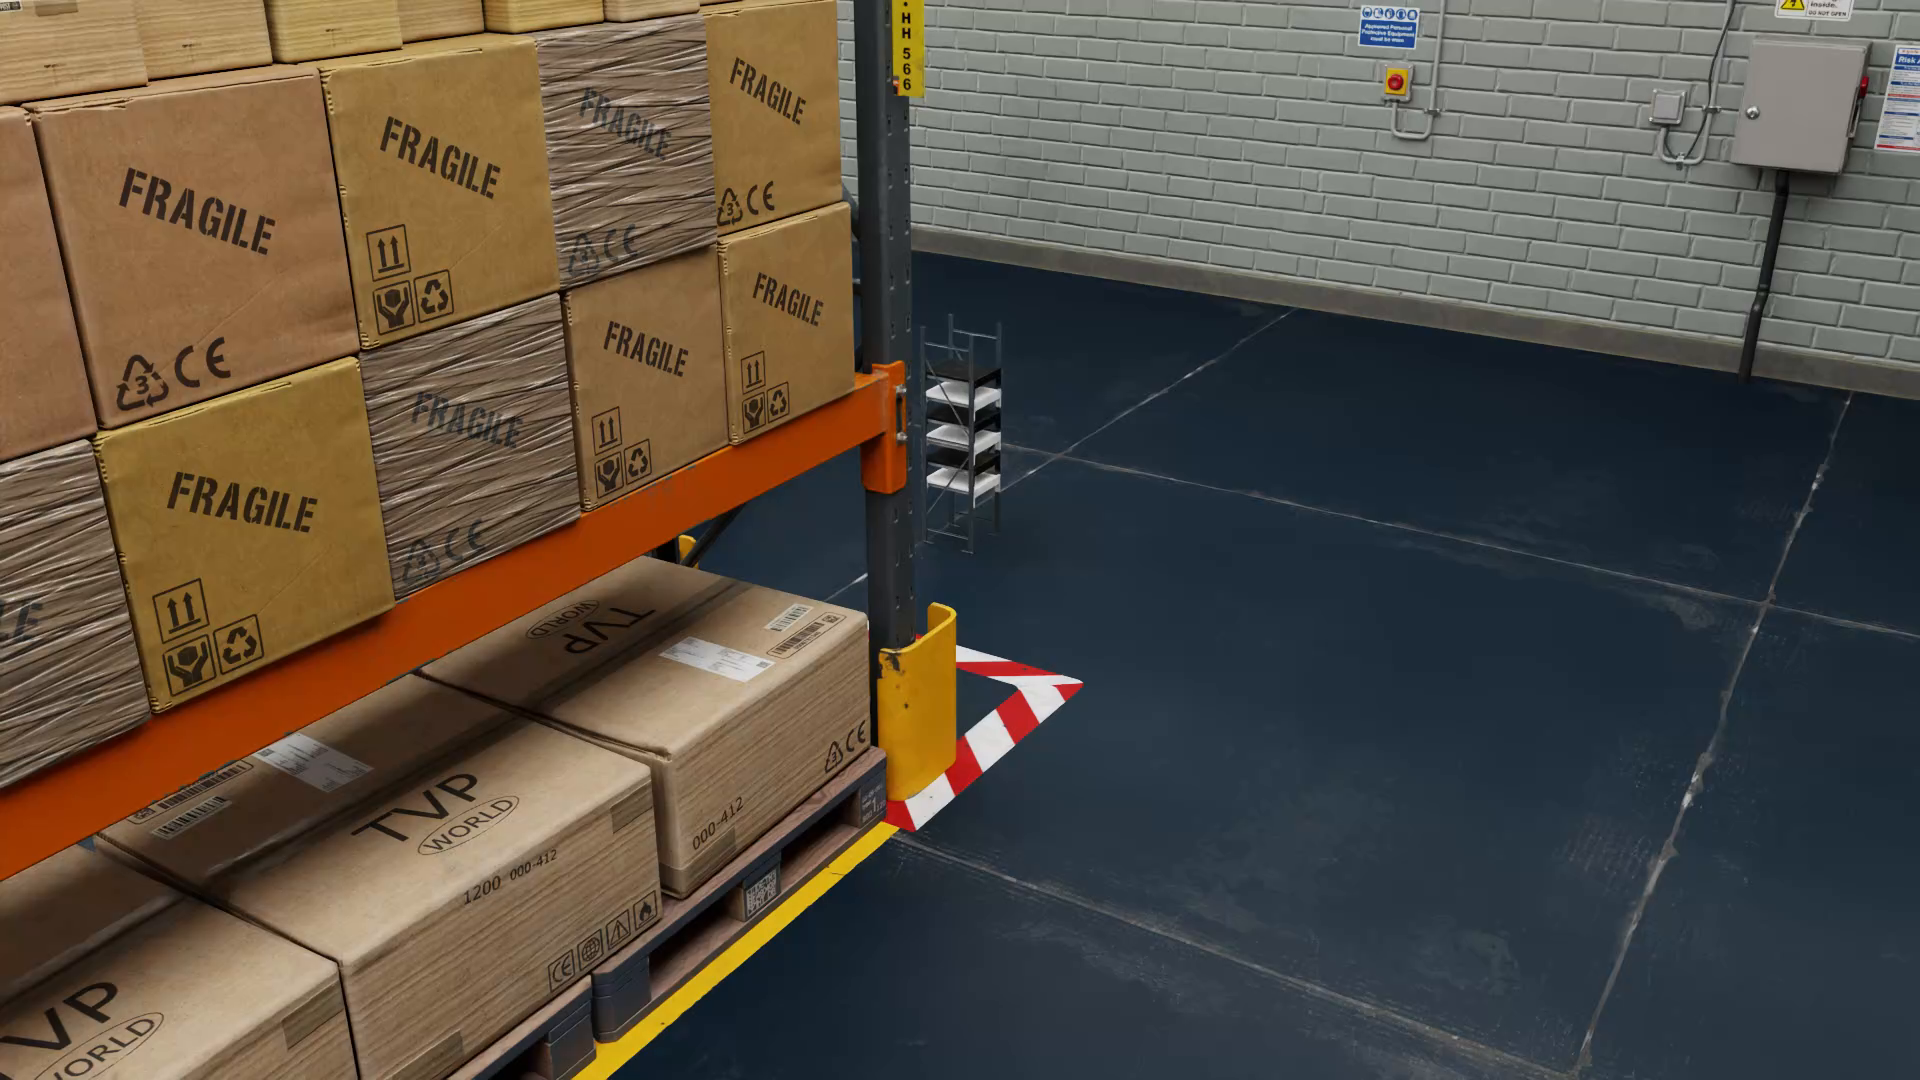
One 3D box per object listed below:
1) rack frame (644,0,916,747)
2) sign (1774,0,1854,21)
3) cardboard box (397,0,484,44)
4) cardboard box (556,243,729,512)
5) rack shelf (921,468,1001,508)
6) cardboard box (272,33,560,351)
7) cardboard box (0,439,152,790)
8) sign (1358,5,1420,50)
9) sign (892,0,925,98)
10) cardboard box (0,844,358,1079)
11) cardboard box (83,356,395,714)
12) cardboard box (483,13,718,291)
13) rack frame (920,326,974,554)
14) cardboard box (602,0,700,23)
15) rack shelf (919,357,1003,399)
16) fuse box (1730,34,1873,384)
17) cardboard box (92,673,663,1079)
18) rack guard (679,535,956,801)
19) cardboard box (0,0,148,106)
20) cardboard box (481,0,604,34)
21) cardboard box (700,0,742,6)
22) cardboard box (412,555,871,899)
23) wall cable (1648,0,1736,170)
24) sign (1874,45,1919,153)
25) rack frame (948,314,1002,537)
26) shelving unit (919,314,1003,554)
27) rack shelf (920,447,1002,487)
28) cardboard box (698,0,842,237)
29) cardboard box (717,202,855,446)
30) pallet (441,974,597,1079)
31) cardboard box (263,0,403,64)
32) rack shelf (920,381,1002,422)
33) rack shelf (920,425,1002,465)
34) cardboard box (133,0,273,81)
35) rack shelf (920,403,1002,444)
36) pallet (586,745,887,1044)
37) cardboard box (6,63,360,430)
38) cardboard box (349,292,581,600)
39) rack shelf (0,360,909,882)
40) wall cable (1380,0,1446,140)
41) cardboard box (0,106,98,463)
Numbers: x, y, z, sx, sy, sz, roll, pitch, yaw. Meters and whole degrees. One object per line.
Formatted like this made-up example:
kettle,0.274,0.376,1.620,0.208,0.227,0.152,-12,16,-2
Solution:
rack frame,-0.587,-0.761,4.732,1.000,3.000,0.127,14,27,29
sign,4.138,-2.640,8.033,0.339,0.242,0.001,14,27,29
cardboard box,-1.150,-1.055,3.210,0.380,0.149,0.250,14,27,28
cardboard box,-0.894,-0.422,3.824,0.500,0.500,0.500,13,27,28
rack shelf,0.004,-0.220,6.662,0.258,0.077,0.200,14,27,29
cardboard box,-1.153,-0.704,3.217,0.500,0.500,0.500,14,27,29
cardboard box,-1.690,0.104,2.608,0.500,0.500,0.500,14,27,29
sign,2.359,-2.824,9.157,0.327,0.218,0.001,14,27,29
sign,-0.133,-1.283,4.181,0.100,0.325,0.005,14,27,29
cardboard box,-1.803,1.081,3.175,0.875,0.438,0.875,13,27,27
cardboard box,-1.418,-0.070,3.009,0.500,0.500,0.500,15,27,30
cardboard box,-0.890,-0.870,3.601,0.500,0.500,0.500,14,27,29
rack frame,-0.049,-0.381,6.498,0.240,0.900,0.006,14,27,29
cardboard box,-0.784,-1.205,3.556,0.380,0.149,0.250,14,27,28
rack shelf,0.004,-0.633,6.484,0.258,0.077,0.200,14,27,29
fuse box,4.075,-1.588,8.265,0.539,1.711,0.414,14,27,29
cardboard box,-1.326,0.777,3.877,0.875,0.438,0.875,15,27,30
rack guard,-0.574,0.378,5.247,1.175,0.500,0.348,14,27,29
cardboard box,-1.490,-0.776,2.565,0.380,0.149,0.250,14,27,29
cardboard box,-0.952,-1.128,3.380,0.380,0.149,0.250,15,27,30
cardboard box,-0.719,-1.310,3.798,0.380,0.149,0.250,14,27,30
cardboard box,-0.850,0.466,4.595,0.875,0.438,0.875,13,27,27
wall cable,3.579,-2.842,8.260,0.588,1.984,0.122,14,27,29
sign,4.604,-2.102,7.950,0.329,0.494,0.001,14,27,29
rack frame,0.058,-0.450,6.657,0.240,0.900,0.006,14,27,29
shelving unit,0.004,-0.416,6.578,0.258,0.900,0.210,14,27,29
rack shelf,0.004,-0.303,6.627,0.258,0.077,0.200,14,27,29
cardboard box,-0.639,-1.053,4.022,0.500,0.500,0.500,15,28,31
cardboard box,-0.616,-0.589,4.208,0.500,0.500,0.500,14,27,29
pallet,-1.586,1.215,3.677,1.003,0.211,1.213,14,27,29
cardboard box,-1.232,-0.958,2.986,0.380,0.149,0.250,15,27,30
rack shelf,0.004,-0.550,6.519,0.258,0.077,0.200,14,27,29
rack shelf,0.004,-0.385,6.591,0.258,0.077,0.200,14,27,29
cardboard box,-1.387,-0.873,2.791,0.380,0.149,0.250,15,27,31
rack shelf,0.004,-0.468,6.555,0.258,0.077,0.200,14,27,29
pallet,-0.942,0.805,4.625,1.003,0.211,1.213,14,27,29
cardboard box,-1.420,-0.535,2.826,0.500,0.500,0.500,14,27,29
cardboard box,-1.157,-0.247,3.418,0.500,0.500,0.500,15,27,30
rack shelf,-1.642,0.244,3.316,1.077,0.370,4.000,14,27,29
wall cable,2.368,-3.150,8.931,0.585,1.953,0.123,14,27,29
cardboard box,-1.688,-0.365,2.434,0.500,0.500,0.500,14,27,30
